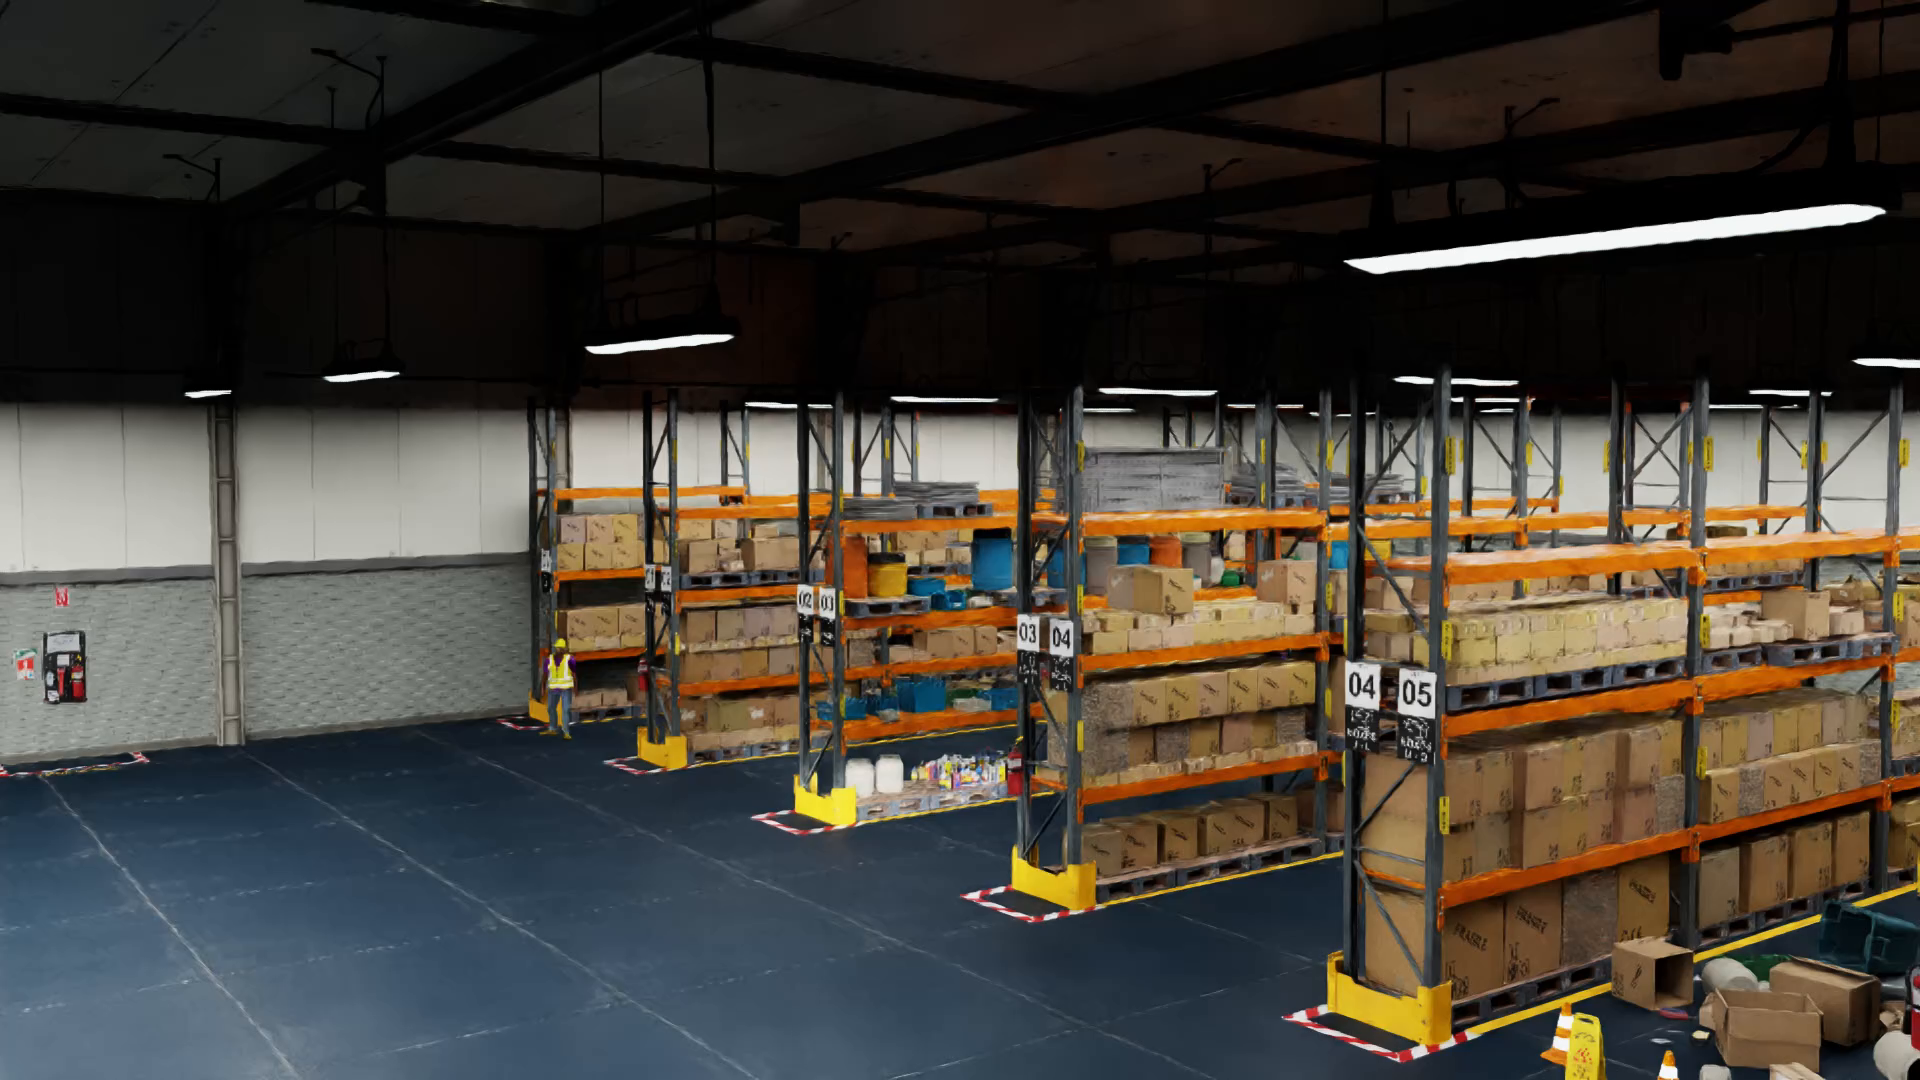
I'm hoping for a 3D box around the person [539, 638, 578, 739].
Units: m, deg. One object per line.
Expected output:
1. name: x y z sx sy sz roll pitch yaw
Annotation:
1. person: -7.046 2.576 28.994 0.722 1.764 0.481 0 3 7
